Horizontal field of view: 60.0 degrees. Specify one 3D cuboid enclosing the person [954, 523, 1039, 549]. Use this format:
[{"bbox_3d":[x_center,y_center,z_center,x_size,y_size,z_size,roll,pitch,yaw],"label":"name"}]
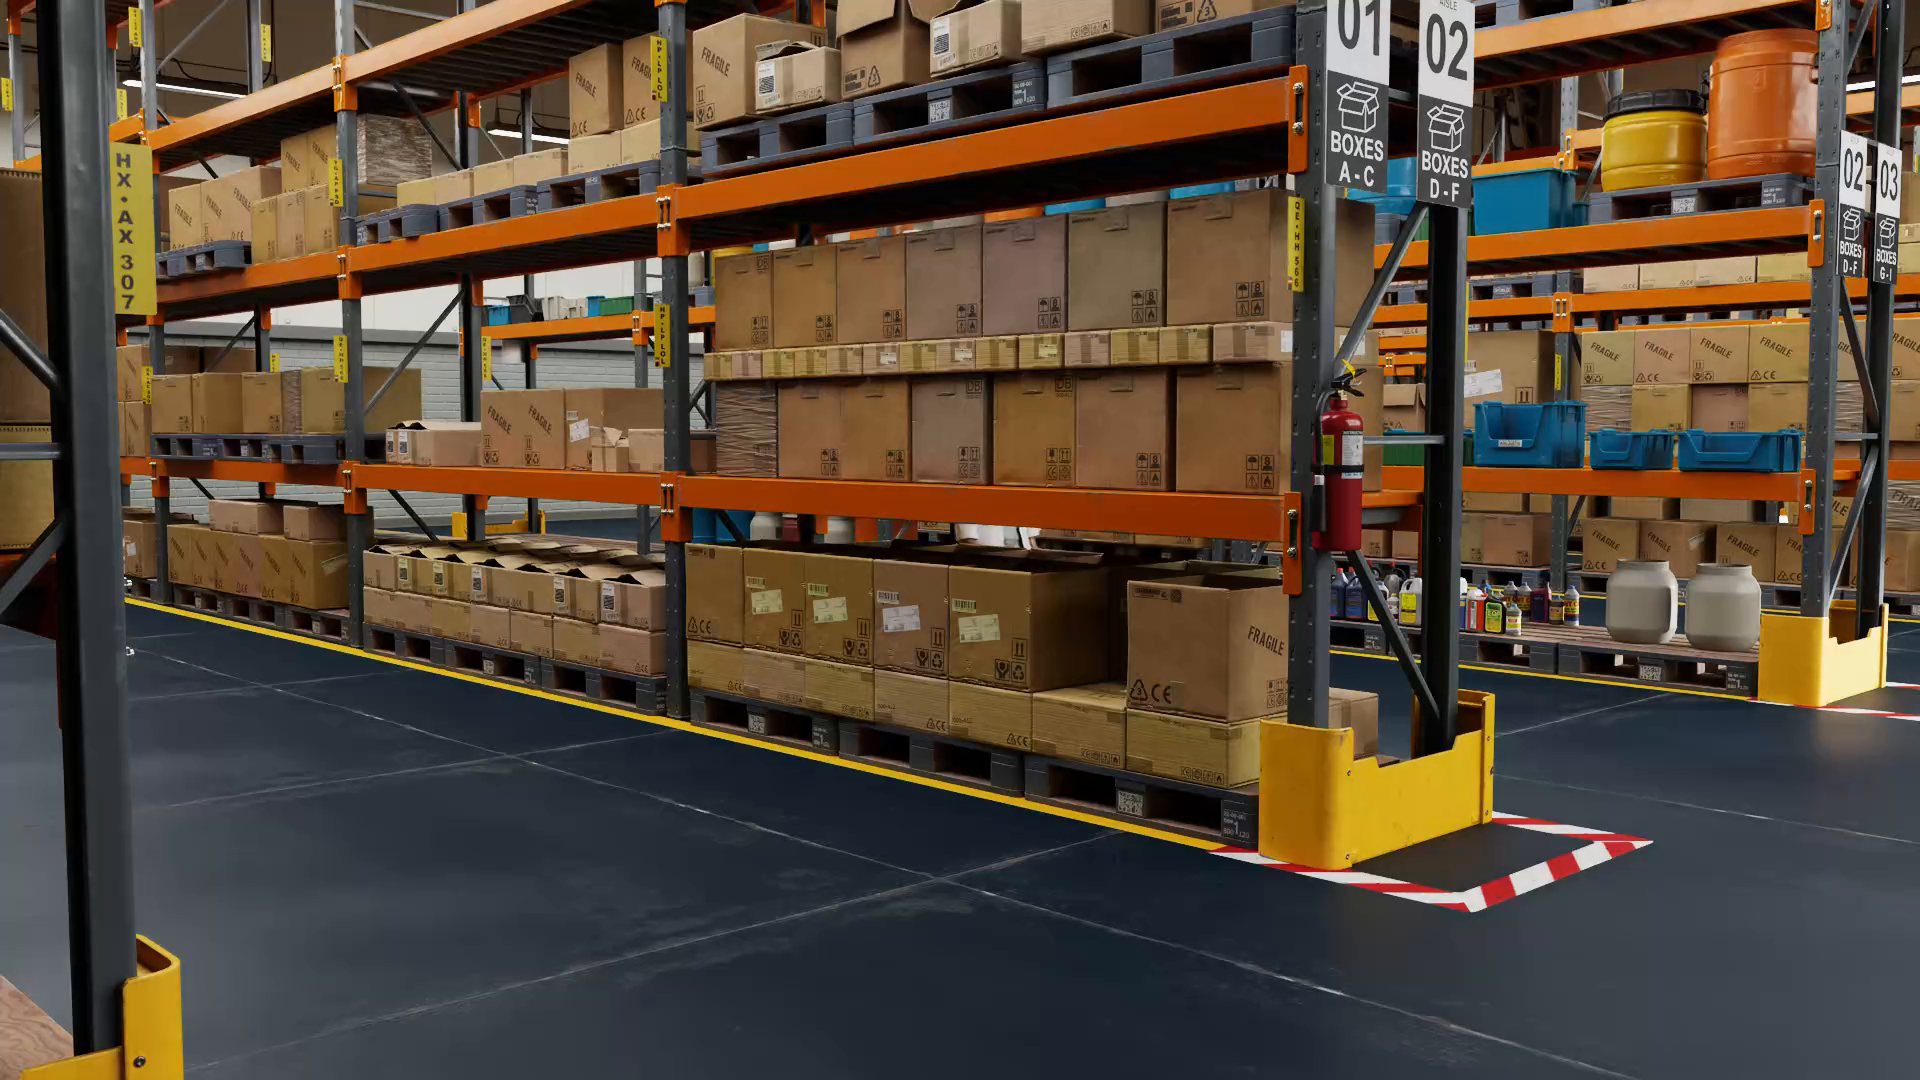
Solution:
[{"bbox_3d":[0.226,0.008,9.848,0.640,1.773,0.425,-4,5,-44],"label":"person"}]
